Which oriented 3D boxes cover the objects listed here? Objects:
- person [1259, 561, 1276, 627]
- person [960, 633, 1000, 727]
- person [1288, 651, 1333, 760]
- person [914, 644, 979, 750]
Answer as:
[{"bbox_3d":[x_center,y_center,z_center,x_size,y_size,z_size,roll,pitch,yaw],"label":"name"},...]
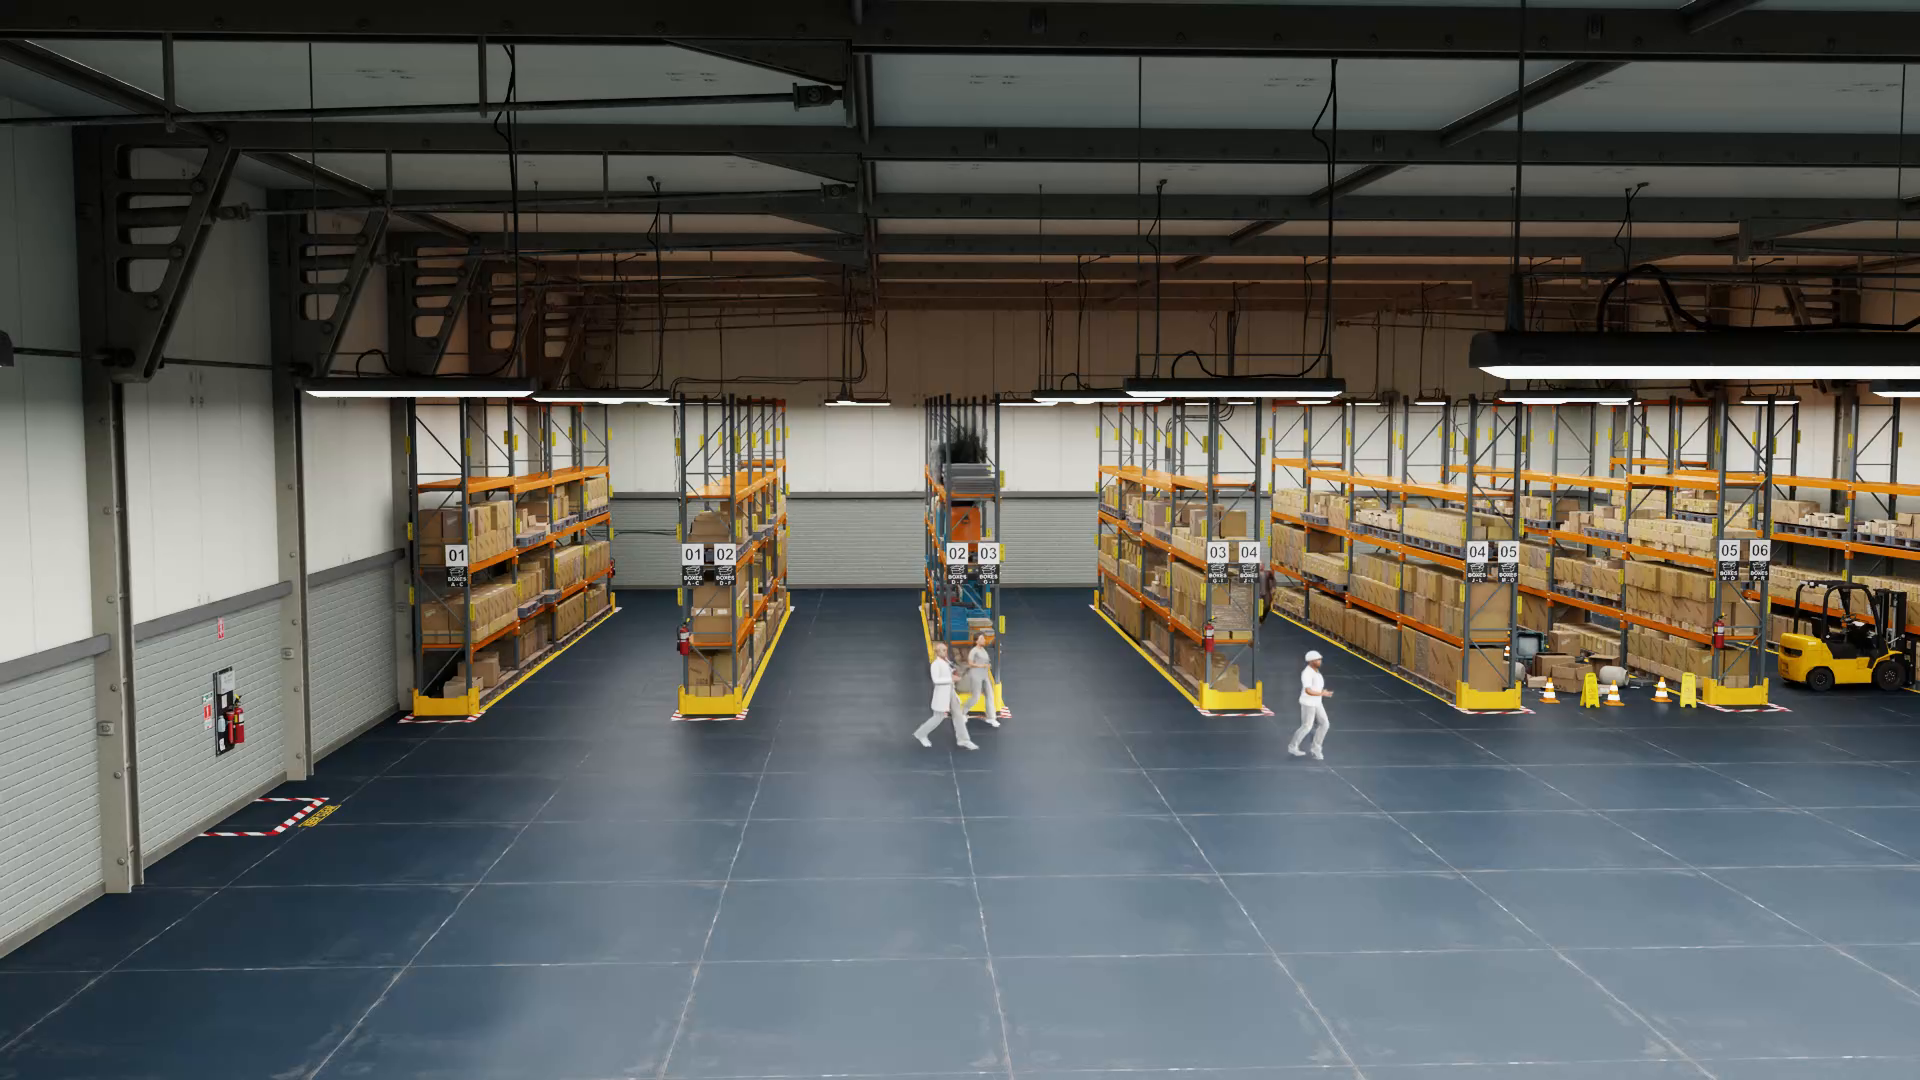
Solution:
[{"bbox_3d":[7.910,1.417,43.473,0.722,1.735,0.660,0,5,2],"label":"person"},{"bbox_3d":[0.319,2.509,30.006,0.863,1.693,0.578,2,5,25],"label":"person"},{"bbox_3d":[5.748,2.719,27.144,0.744,1.841,0.720,3,5,29],"label":"person"},{"bbox_3d":[-0.232,2.613,27.895,1.116,1.758,0.731,2,5,28],"label":"person"}]
